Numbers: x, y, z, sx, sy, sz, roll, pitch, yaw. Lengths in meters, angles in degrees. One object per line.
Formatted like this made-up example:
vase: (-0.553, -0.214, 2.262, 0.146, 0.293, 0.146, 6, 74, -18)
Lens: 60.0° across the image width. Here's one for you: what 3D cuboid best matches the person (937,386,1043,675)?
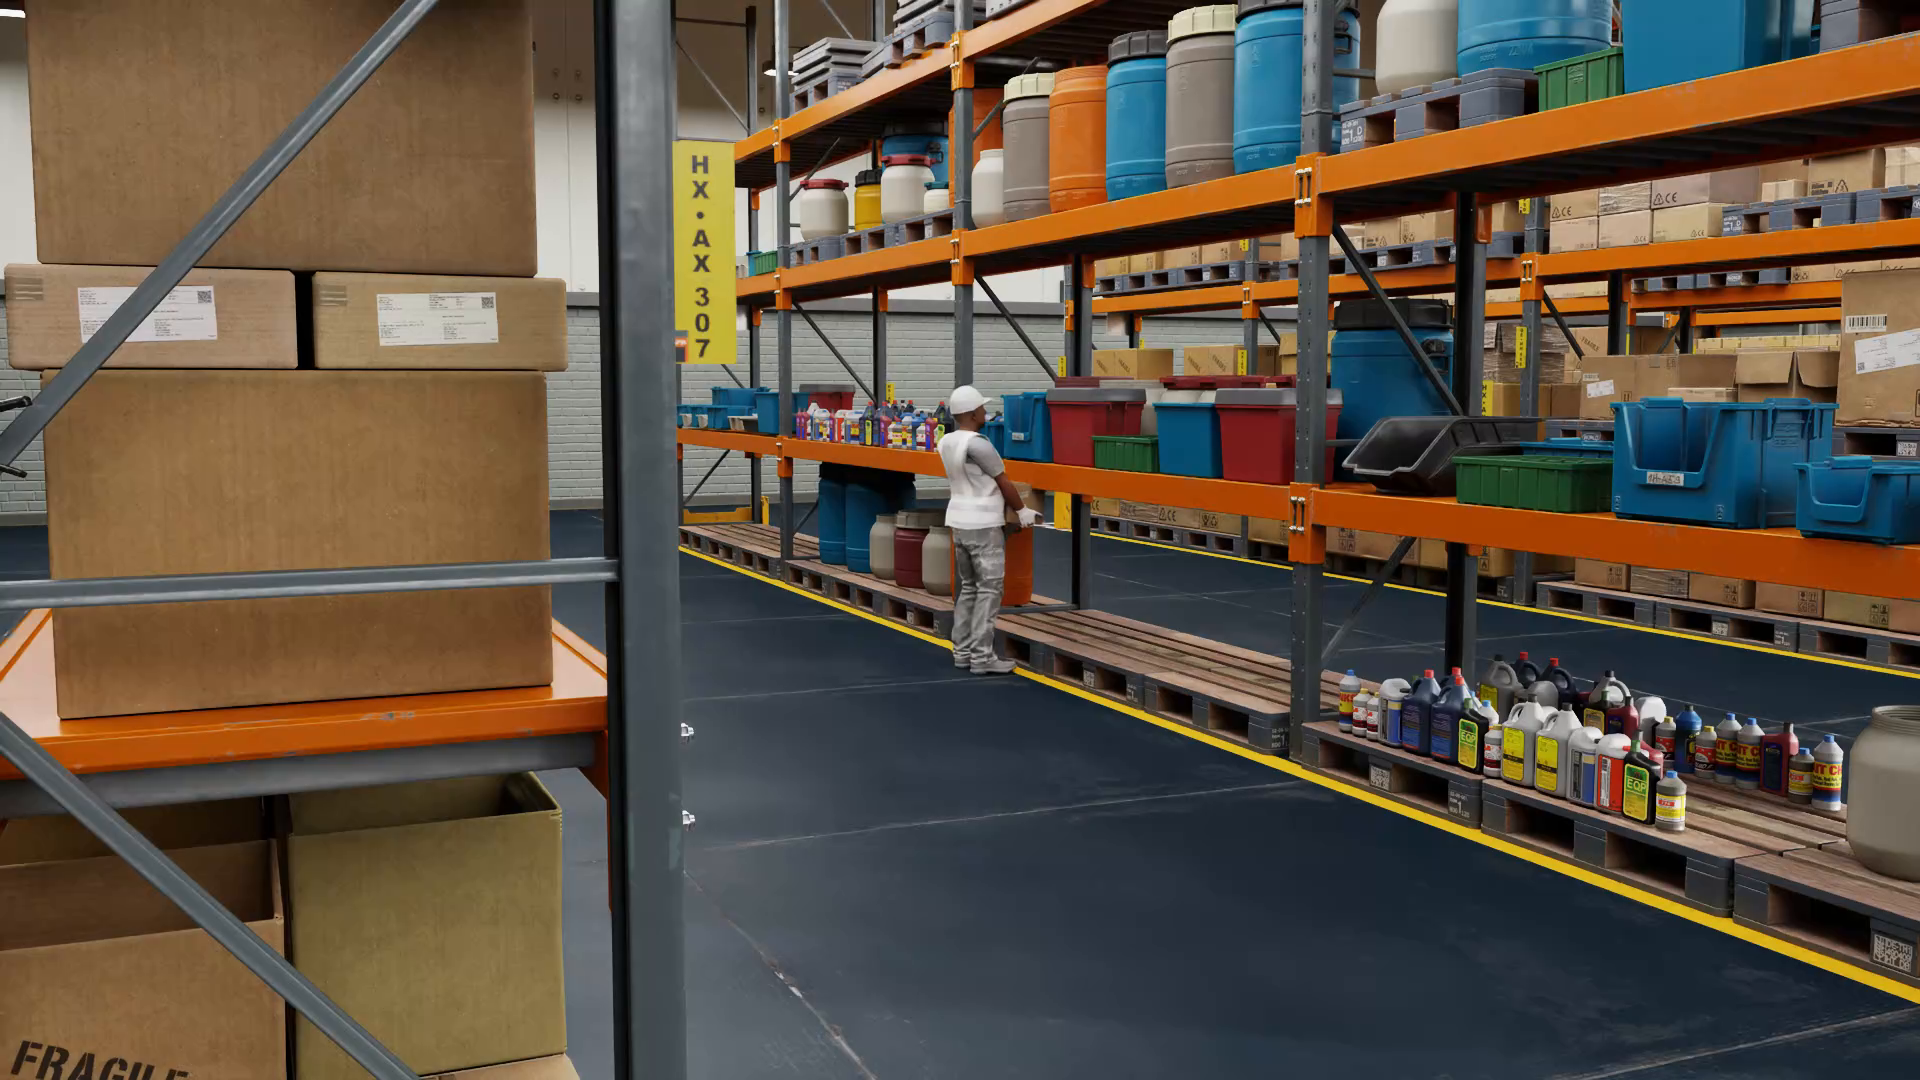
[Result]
person: (0.193, -0.073, 10.414, 0.584, 1.778, 0.487, -2, 6, -24)
